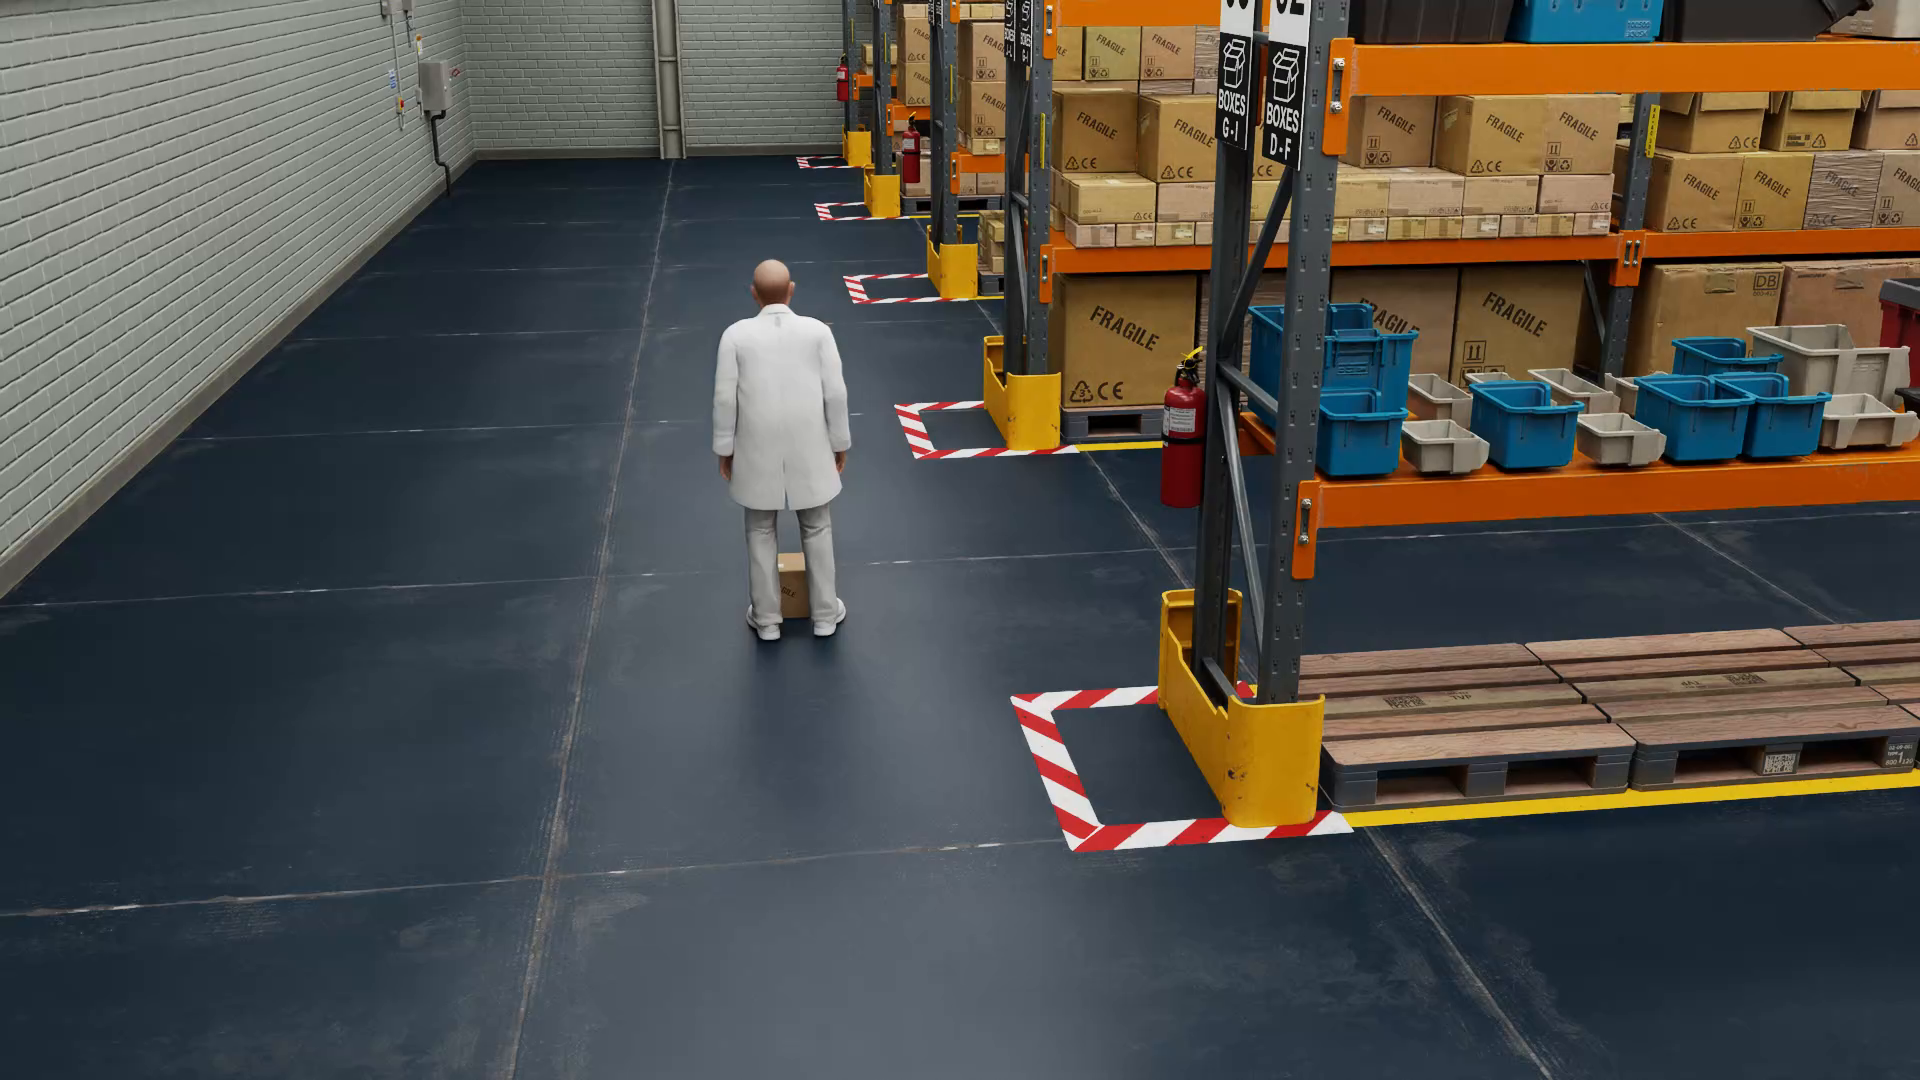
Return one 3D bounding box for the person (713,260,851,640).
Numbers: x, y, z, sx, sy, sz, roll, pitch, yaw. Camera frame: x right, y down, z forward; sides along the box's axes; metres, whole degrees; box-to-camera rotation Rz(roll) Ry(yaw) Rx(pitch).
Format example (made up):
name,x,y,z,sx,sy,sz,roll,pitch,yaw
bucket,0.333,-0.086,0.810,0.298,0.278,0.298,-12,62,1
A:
name,x,y,z,sx,sy,sz,roll,pitch,yaw
person,-0.825,-0.411,7.739,0.643,1.775,0.423,-3,20,-7
